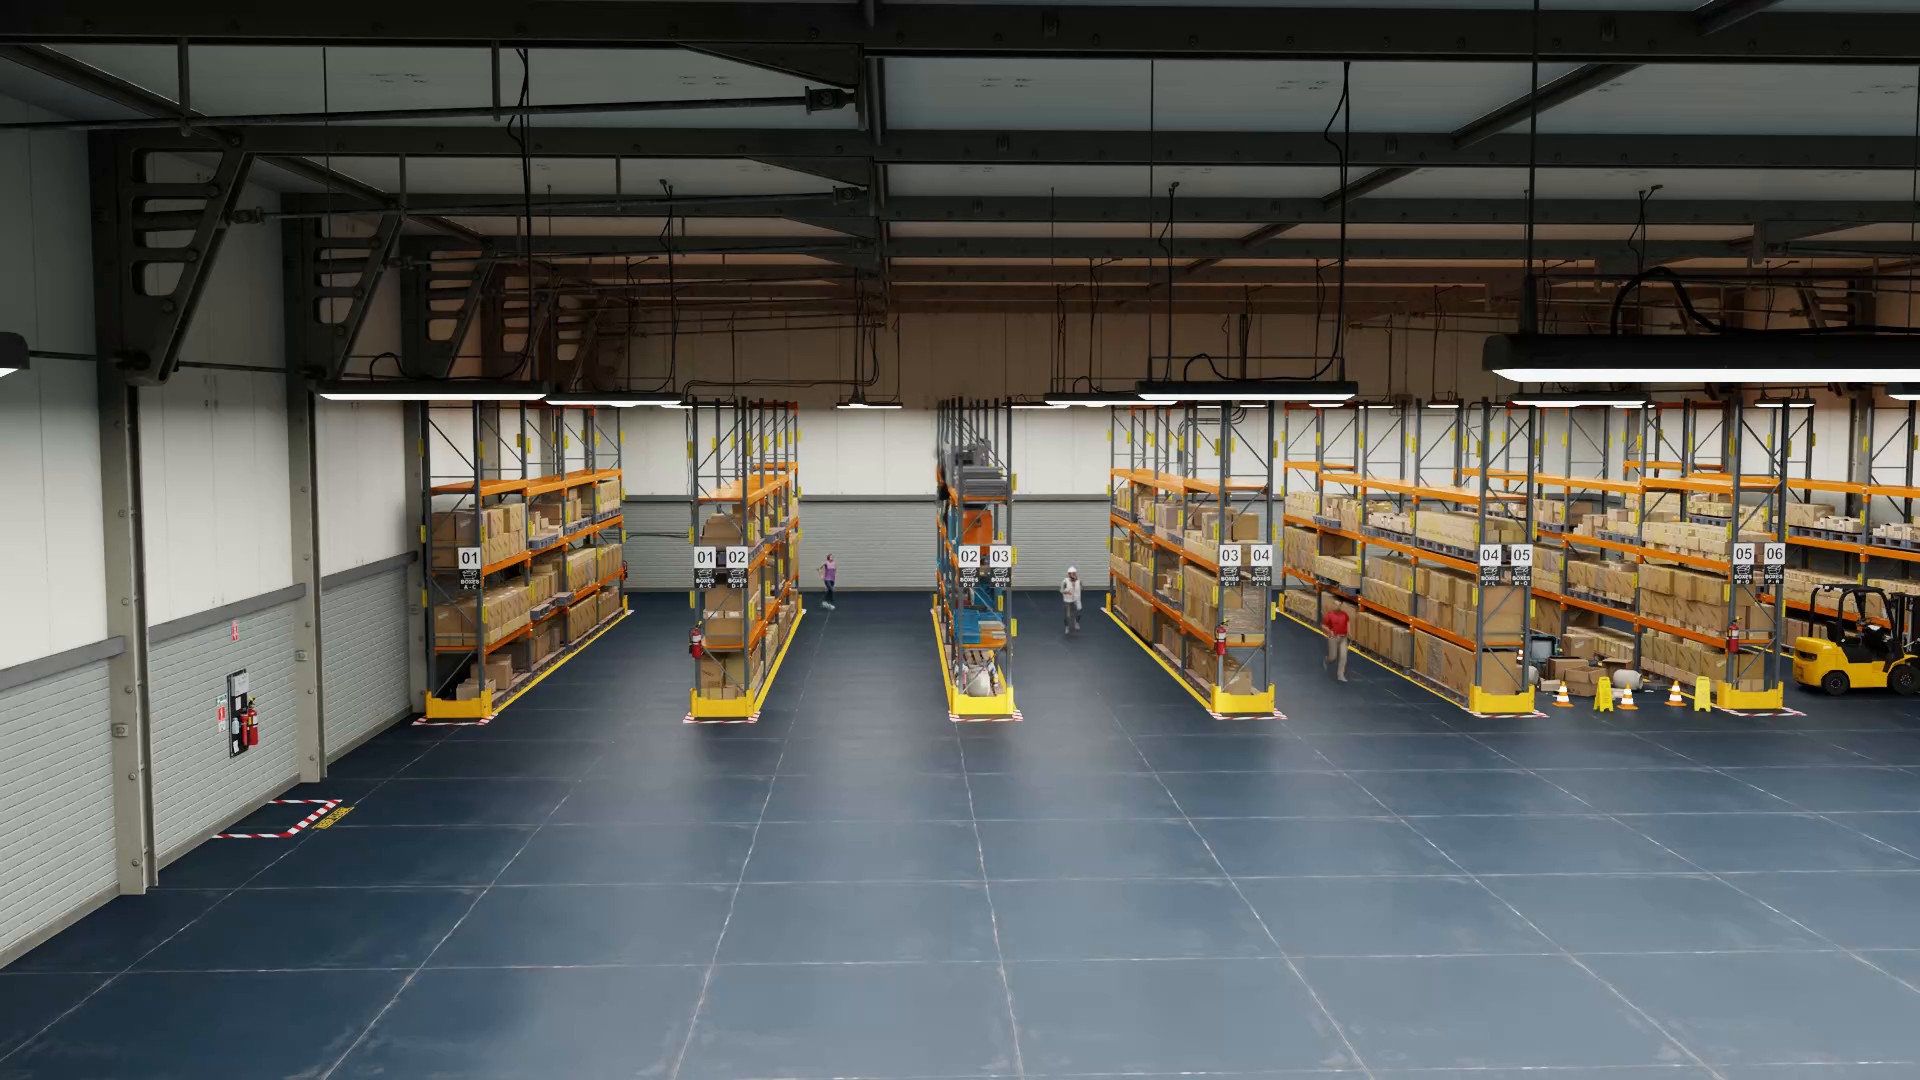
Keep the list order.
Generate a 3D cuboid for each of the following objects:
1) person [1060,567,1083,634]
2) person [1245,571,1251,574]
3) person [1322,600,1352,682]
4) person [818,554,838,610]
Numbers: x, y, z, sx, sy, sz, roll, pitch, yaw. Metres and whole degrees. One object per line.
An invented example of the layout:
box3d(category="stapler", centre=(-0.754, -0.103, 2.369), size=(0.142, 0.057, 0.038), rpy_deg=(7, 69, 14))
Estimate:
box3d(category="person", centre=(2.825, 1.538, 42.230), size=(0.610, 1.741, 0.922), rpy_deg=(0, 4, -5))
box3d(category="person", centre=(8.040, 1.302, 46.177), size=(0.657, 1.740, 0.744), rpy_deg=(0, 4, 3))
box3d(category="person", centre=(8.089, 2.138, 35.593), size=(0.678, 1.702, 0.859), rpy_deg=(-1, 4, -8))
box3d(category="person", centre=(-3.795, 1.195, 48.297), size=(0.562, 1.618, 0.796), rpy_deg=(-3, 6, -38))
